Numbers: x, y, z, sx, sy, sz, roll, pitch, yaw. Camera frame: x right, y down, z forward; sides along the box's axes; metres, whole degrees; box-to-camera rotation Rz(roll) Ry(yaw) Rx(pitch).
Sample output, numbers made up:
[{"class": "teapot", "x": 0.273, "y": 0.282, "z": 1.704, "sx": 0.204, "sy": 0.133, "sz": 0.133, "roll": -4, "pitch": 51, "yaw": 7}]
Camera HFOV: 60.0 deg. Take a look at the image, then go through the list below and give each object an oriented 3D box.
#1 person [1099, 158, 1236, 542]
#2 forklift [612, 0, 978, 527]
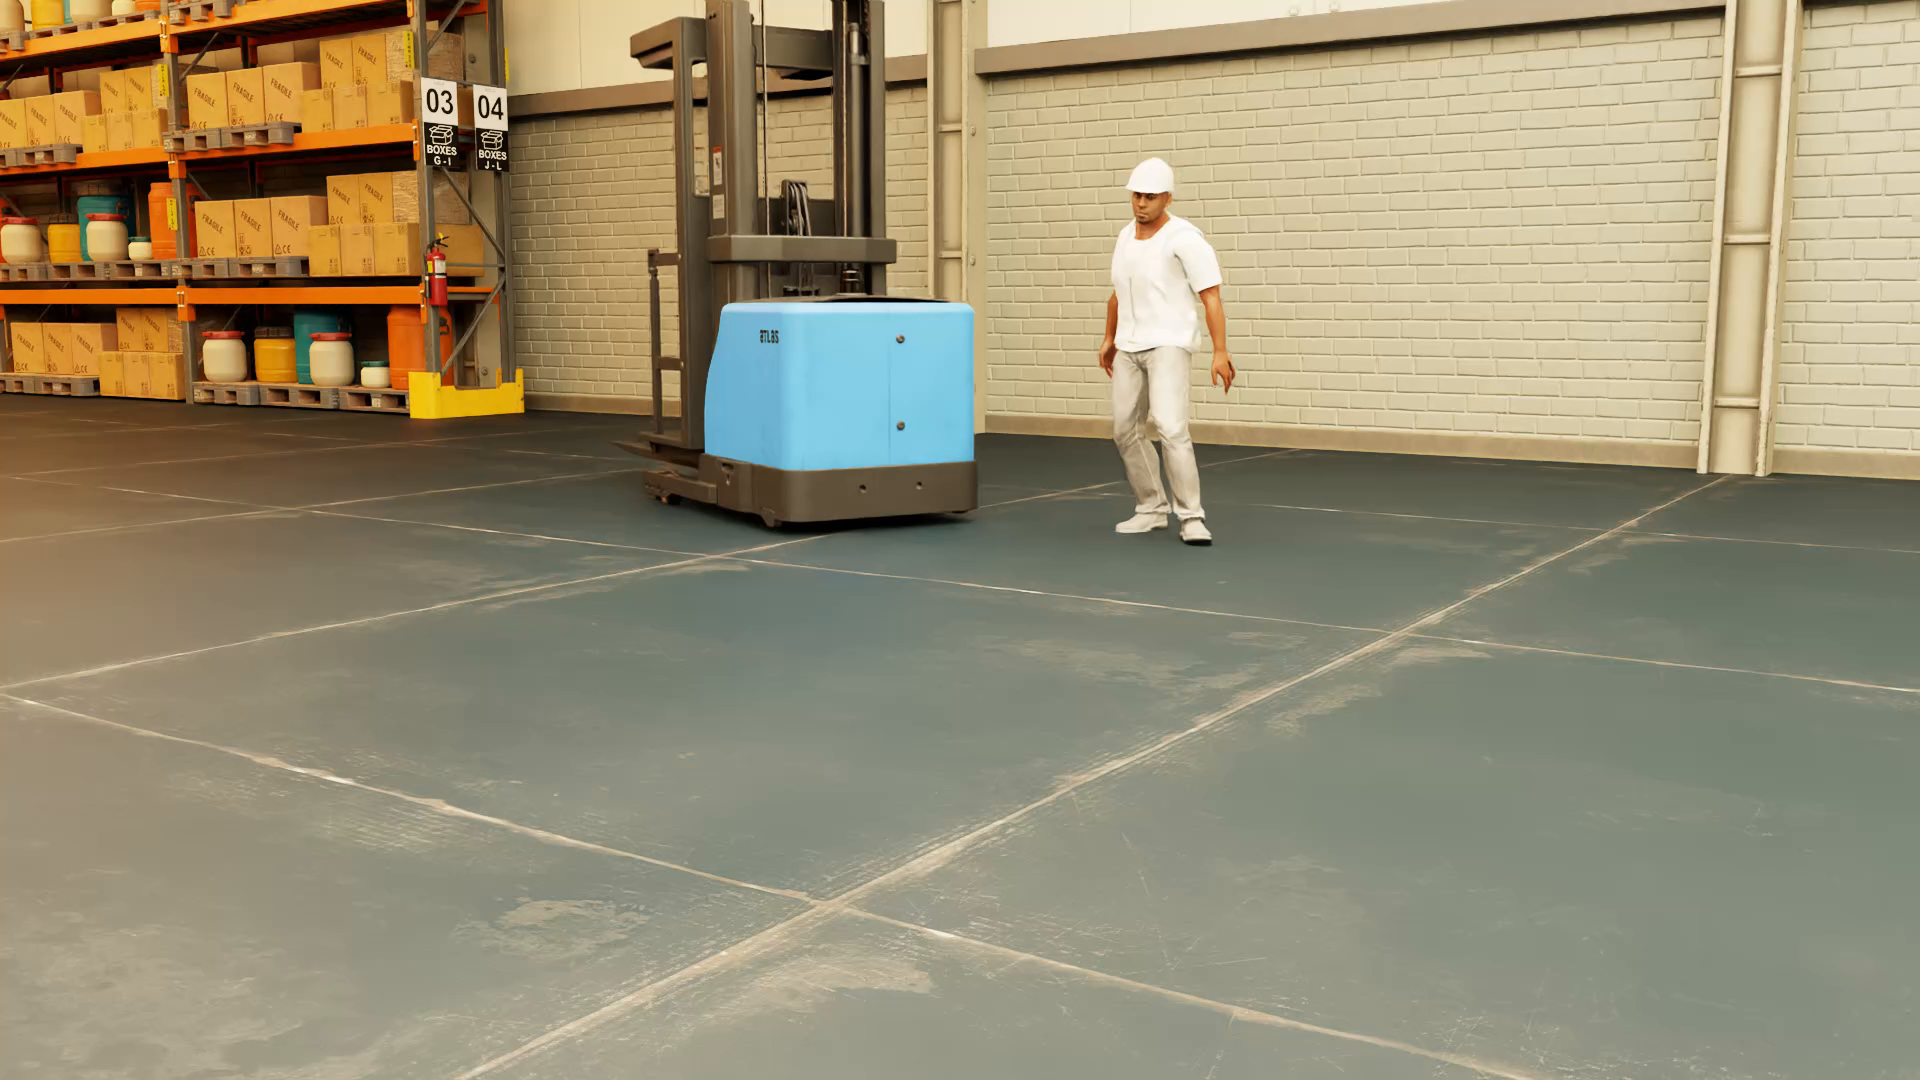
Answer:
[{"class": "person", "x": 0.893, "y": -0.875, "z": 7.686, "sx": 0.472, "sy": 1.733, "sz": 0.893, "roll": -6, "pitch": 10, "yaw": -37}, {"class": "forklift", "x": -1.094, "y": -1.677, "z": 8.985, "sx": 1.130, "sy": 2.935, "sz": 3.031, "roll": -5, "pitch": 9, "yaw": -30}]
